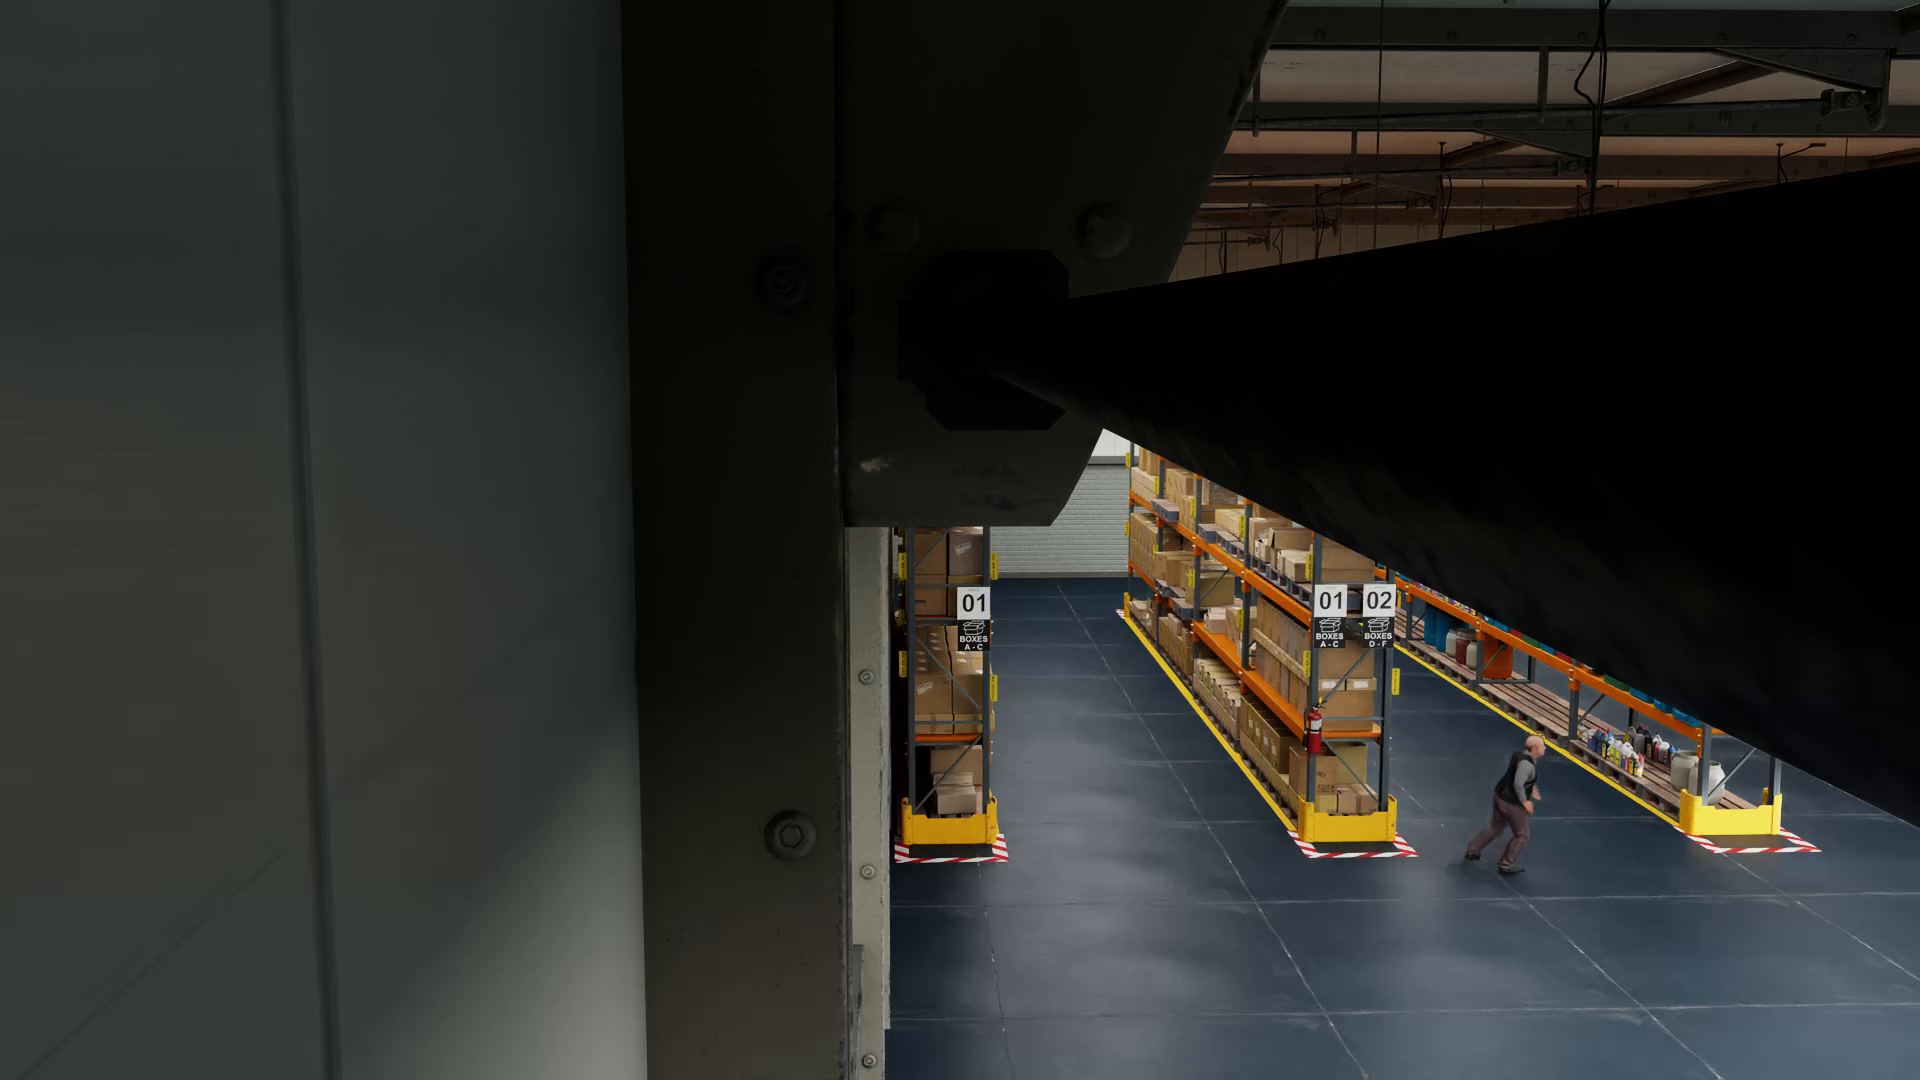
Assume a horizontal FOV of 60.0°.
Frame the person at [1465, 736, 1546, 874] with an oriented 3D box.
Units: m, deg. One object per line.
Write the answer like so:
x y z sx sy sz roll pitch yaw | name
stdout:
6.358 3.058 19.332 0.847 1.636 0.677 1 7 4 | person
